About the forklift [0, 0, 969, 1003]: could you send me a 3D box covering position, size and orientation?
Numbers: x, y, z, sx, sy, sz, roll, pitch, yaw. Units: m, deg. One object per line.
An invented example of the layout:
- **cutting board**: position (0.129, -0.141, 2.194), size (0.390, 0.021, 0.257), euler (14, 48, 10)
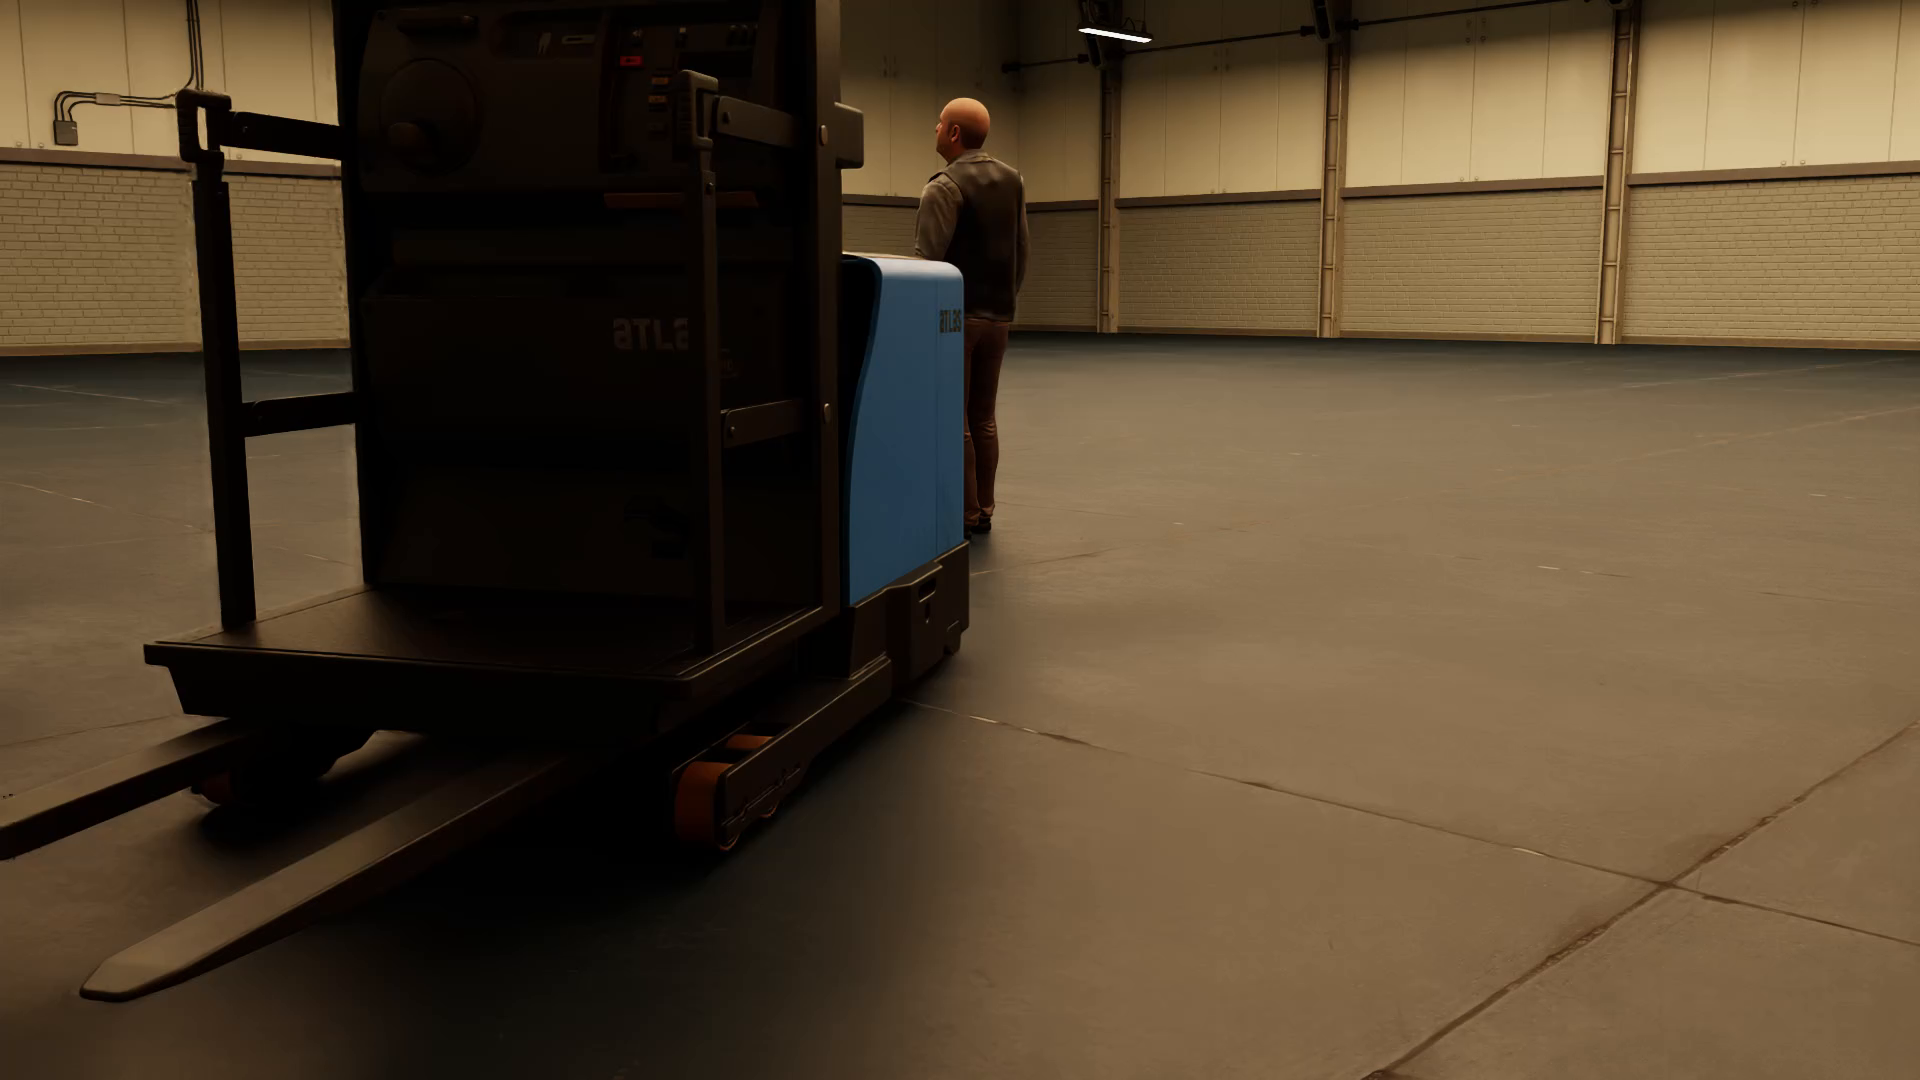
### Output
- **forklift**: position (-0.855, -0.951, 3.190), size (1.130, 2.935, 3.031), euler (2, 9, 15)

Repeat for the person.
- **person**: position (-0.039, -0.866, 6.636), size (0.568, 1.720, 0.632), euler (8, 12, 43)
